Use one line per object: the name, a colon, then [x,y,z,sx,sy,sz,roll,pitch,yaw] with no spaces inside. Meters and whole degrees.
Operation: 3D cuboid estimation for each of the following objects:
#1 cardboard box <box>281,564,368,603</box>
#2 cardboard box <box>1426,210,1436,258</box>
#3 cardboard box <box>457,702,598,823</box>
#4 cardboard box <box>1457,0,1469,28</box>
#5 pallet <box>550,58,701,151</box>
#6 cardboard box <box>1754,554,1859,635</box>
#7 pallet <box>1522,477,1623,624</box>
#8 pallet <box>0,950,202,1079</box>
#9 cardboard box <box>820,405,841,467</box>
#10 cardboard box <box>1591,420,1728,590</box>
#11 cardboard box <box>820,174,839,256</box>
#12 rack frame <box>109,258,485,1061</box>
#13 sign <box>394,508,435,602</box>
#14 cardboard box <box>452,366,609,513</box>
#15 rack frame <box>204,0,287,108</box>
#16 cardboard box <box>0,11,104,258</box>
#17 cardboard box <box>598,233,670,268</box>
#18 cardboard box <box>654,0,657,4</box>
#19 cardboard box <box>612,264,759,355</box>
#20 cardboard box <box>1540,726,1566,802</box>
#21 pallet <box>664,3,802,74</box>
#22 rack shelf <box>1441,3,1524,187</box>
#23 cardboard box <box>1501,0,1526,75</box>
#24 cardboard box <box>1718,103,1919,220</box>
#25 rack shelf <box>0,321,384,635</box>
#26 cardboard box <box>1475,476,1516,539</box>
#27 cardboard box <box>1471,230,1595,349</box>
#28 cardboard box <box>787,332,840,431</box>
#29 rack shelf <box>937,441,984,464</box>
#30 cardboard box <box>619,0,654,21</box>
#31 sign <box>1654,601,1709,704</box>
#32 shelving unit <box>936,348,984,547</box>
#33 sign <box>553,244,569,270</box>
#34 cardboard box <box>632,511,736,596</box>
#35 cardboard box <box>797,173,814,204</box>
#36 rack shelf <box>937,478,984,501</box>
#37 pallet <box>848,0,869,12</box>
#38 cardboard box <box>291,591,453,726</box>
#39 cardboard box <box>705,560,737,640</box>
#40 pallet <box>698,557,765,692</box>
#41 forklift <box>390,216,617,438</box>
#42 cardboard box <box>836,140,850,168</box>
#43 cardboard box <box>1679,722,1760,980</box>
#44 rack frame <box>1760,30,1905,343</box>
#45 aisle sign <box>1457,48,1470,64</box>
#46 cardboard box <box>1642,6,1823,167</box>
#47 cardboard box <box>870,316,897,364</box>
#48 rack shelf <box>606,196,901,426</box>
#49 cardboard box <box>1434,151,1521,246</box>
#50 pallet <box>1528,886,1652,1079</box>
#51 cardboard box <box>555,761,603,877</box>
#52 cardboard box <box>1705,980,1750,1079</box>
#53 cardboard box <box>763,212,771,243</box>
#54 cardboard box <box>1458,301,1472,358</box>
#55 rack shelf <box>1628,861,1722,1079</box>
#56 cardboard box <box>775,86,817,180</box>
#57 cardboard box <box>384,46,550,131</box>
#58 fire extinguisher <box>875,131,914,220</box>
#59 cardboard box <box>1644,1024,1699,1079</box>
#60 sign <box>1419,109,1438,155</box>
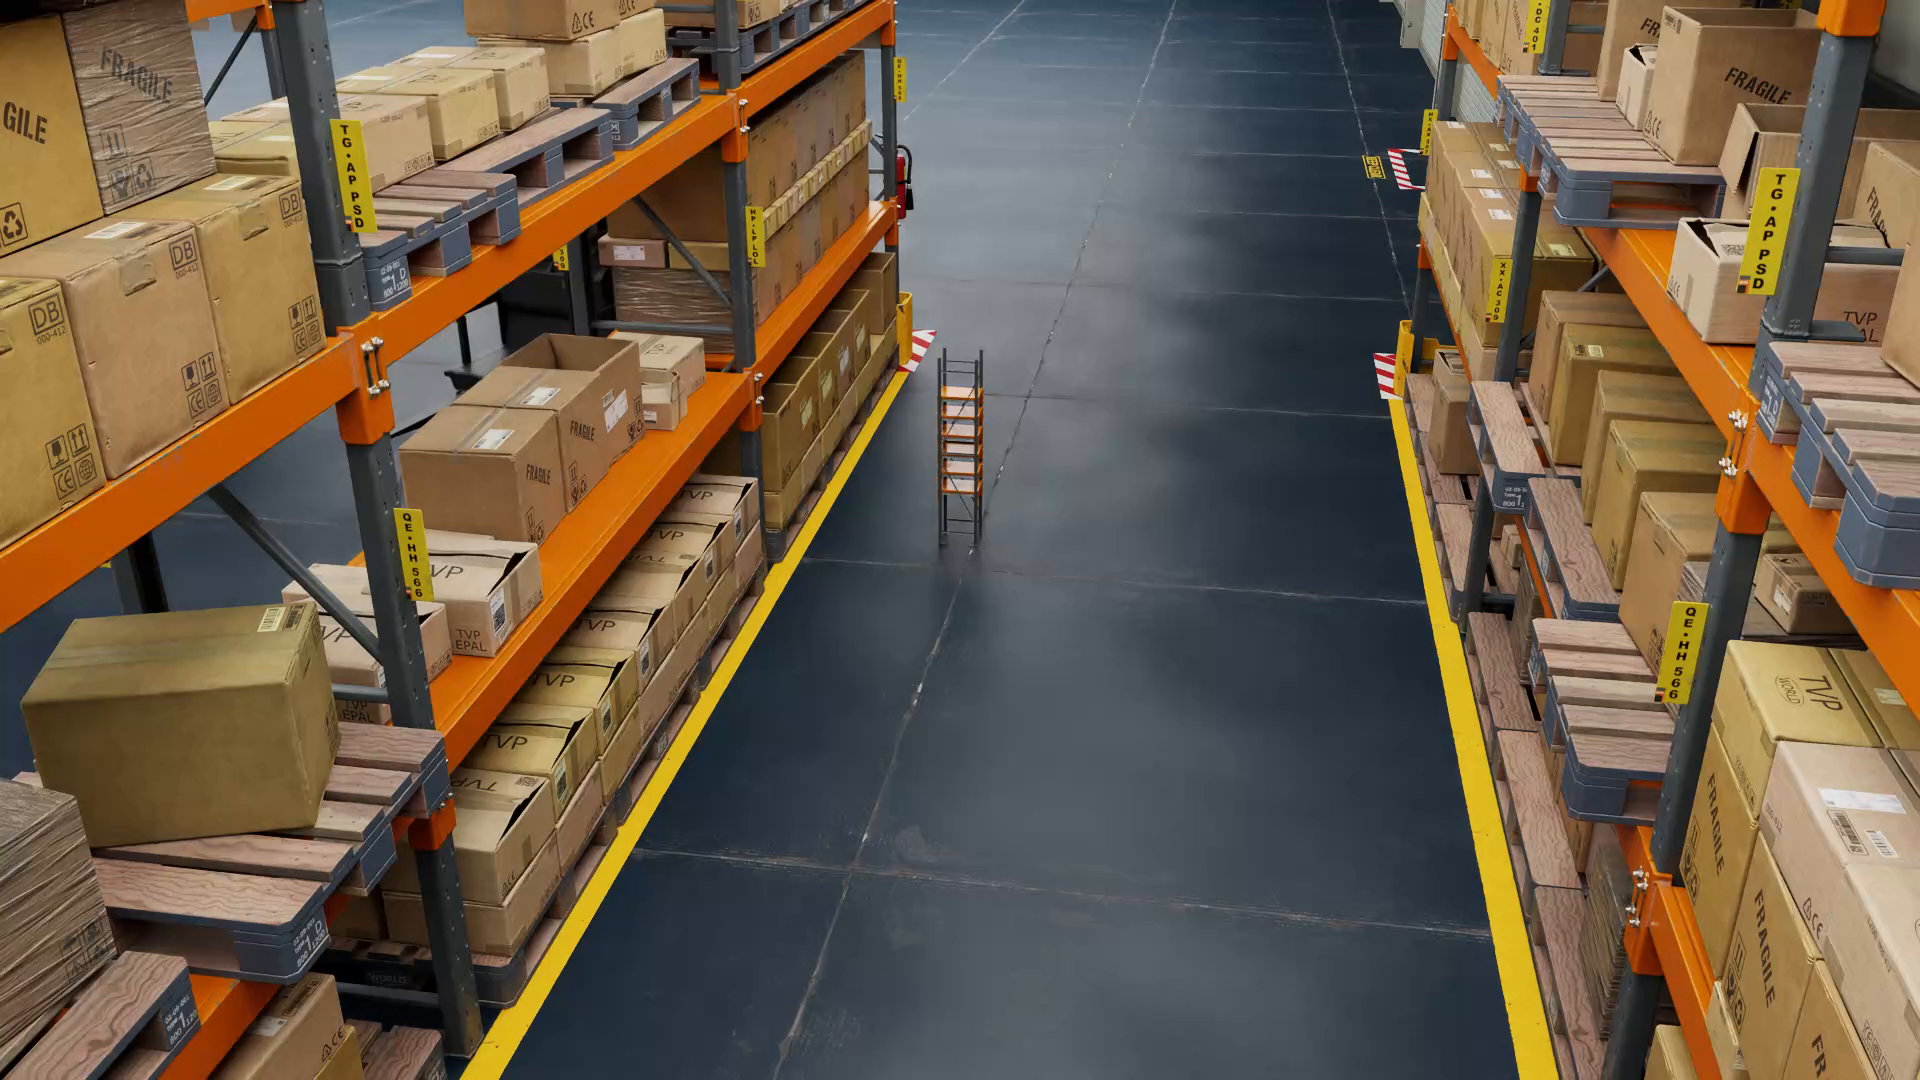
cardboard box: [-2.415,0.223,6.531,0.380,0.149,0.250,4,25,9]
cardboard box: [3.442,-2.040,11.224,0.500,0.250,0.500,3,25,7]
cardboard box: [-1.837,0.887,6.903,0.500,0.311,0.500,3,25,7]
cardboard box: [3.481,-3.568,10.654,0.500,0.500,0.500,6,26,12]
pallet: [-1.767,-2.070,7.822,0.805,0.209,1.217,3,25,6]
cardboard box: [2.625,0.162,4.964,0.380,0.149,0.250,1,25,2]
pallet: [2.881,0.103,6.719,1.003,0.211,1.213,4,25,9]
pallet: [-2.603,1.405,3.936,1.003,0.211,1.213,4,25,9]
cardboard box: [-1.087,-0.703,10.963,0.500,0.250,0.500,4,25,9]
cardboard box: [2.847,-0.118,6.327,0.700,0.500,0.500,4,25,9]
cardboard box: [-1.239,-2.265,11.432,0.700,0.500,0.500,4,25,9]
rack frame: [-2.290,0.505,5.633,1.000,3.000,0.127,4,25,9]
sign: [-1.753,0.050,5.333,0.100,0.325,0.005,4,25,9]
cardboard box: [-1.945,-0.464,7.584,0.500,0.500,0.500,4,25,9]
rack frame: [-5.868,-3.186,13.518,1.000,3.000,0.127,4,25,9]
cardboard box: [-2.450,-0.957,3.920,0.500,0.500,0.500,4,25,9]
cardboard box: [-1.803,-1.636,9.323,0.380,0.149,0.250,4,25,8]
cardboard box: [-1.708,-3.190,9.624,0.380,0.149,0.250,4,25,9]
cardboard box: [-1.570,-1.399,9.583,0.700,0.500,0.500,3,25,7]
cardboard box: [2.990,0.846,7.335,0.700,0.500,0.500,4,25,9]
pallet: [-1.522,-2.845,9.356,1.003,0.211,1.213,4,25,9]
rack shelf: [3.579,-2.696,9.781,1.077,0.370,4.000,4,25,9]
cardboard box: [3.186,-2.678,8.754,0.500,0.500,0.500,2,25,4]
cardboard box: [2.901,-1.104,5.386,0.797,0.503,0.637,8,26,16]
rack shelf: [-2.616,0.309,3.363,1.077,0.370,4.000,4,25,9]
cardboard box: [3.382,-0.330,9.847,0.500,0.500,0.500,2,25,5]
cardboard box: [3.024,-1.326,8.814,0.500,0.500,0.500,4,25,8]
cardboard box: [-1.088,-1.043,10.804,0.500,0.500,0.500,4,25,9]
rack shelf: [0.002,-0.509,10.027,0.258,0.103,0.180,4,25,9]
cardboard box: [-1.776,-2.733,7.810,0.500,0.500,0.500,4,25,9]
sign: [2.061,0.324,4.747,0.100,0.325,0.005,4,25,9]
shelving unit: [0.002,-0.549,10.009,0.258,1.200,0.189,4,25,9]
sign: [-2.184,-1.634,9.088,0.100,0.325,0.005,4,25,9]
cardboard box: [-1.498,0.040,8.712,0.500,0.311,0.500,5,25,10]
cardboard box: [-1.151,-2.254,10.645,0.380,0.149,0.250,4,25,8]
rack shelf: [0.002,-0.292,10.129,0.258,0.103,0.180,4,25,9]
pallet: [-1.123,-3.866,11.536,1.003,0.211,1.213,4,25,9]
cardboard box: [-2.187,0.396,5.971,0.500,0.311,0.500,6,26,12]
cardboard box: [-1.502,0.292,8.836,0.500,0.250,0.500,4,25,8]
pallet: [-1.718,0.406,9.134,1.003,0.211,1.213,4,25,9]
forklift: [-3.052,-2.318,11.744,1.130,2.935,3.031,11,27,21]
cardboard box: [-0.983,-2.686,11.566,0.380,0.149,0.250,4,25,9]
cardboard box: [2.266,0.843,4.419,0.500,0.500,0.500,5,26,10]
rack frame: [2.598,-1.871,3.631,1.000,3.000,0.127,4,25,9]
aisle sign: [3.621,-3.728,11.609,0.394,0.787,0.004,4,25,9]
cardboard box: [2.882,-1.682,6.153,0.500,0.500,0.500,3,25,7]
cardboard box: [-0.778,-1.541,12.752,0.500,0.250,0.500,4,25,9]
rack shelf: [-1.309,-1.679,11.147,1.077,0.370,4.000,4,25,9]
cardboard box: [3.350,-2.180,10.637,0.500,0.500,0.500,3,25,7]
pallet: [2.727,1.783,6.192,1.003,0.211,1.213,4,25,9]
cardboard box: [-1.833,1.151,7.001,0.500,0.250,0.500,3,25,7]
cardboard box: [2.139,1.283,4.244,0.380,0.149,0.250,5,26,10]
cardboard box: [-1.319,-1.819,9.715,0.380,0.149,0.250,3,25,7]
cardboard box: [3.120,-1.194,9.417,0.500,0.250,0.500,4,25,9]
rack shelf: [2.271,2.009,3.269,1.077,0.370,4.000,4,25,9]
cardboard box: [-1.324,-2.617,10.654,0.700,0.500,0.500,4,25,9]
cardboard box: [-2.009,-1.853,6.815,0.500,0.250,0.500,2,25,4]
fire extinguisher: [-0.505,-2.823,12.835,0.296,0.674,0.183,4,25,9]
cardboard box: [2.349,1.928,4.632,0.750,0.750,0.750,4,25,8]
sign: [3.370,-2.929,11.948,0.100,0.325,0.005,4,25,9]
